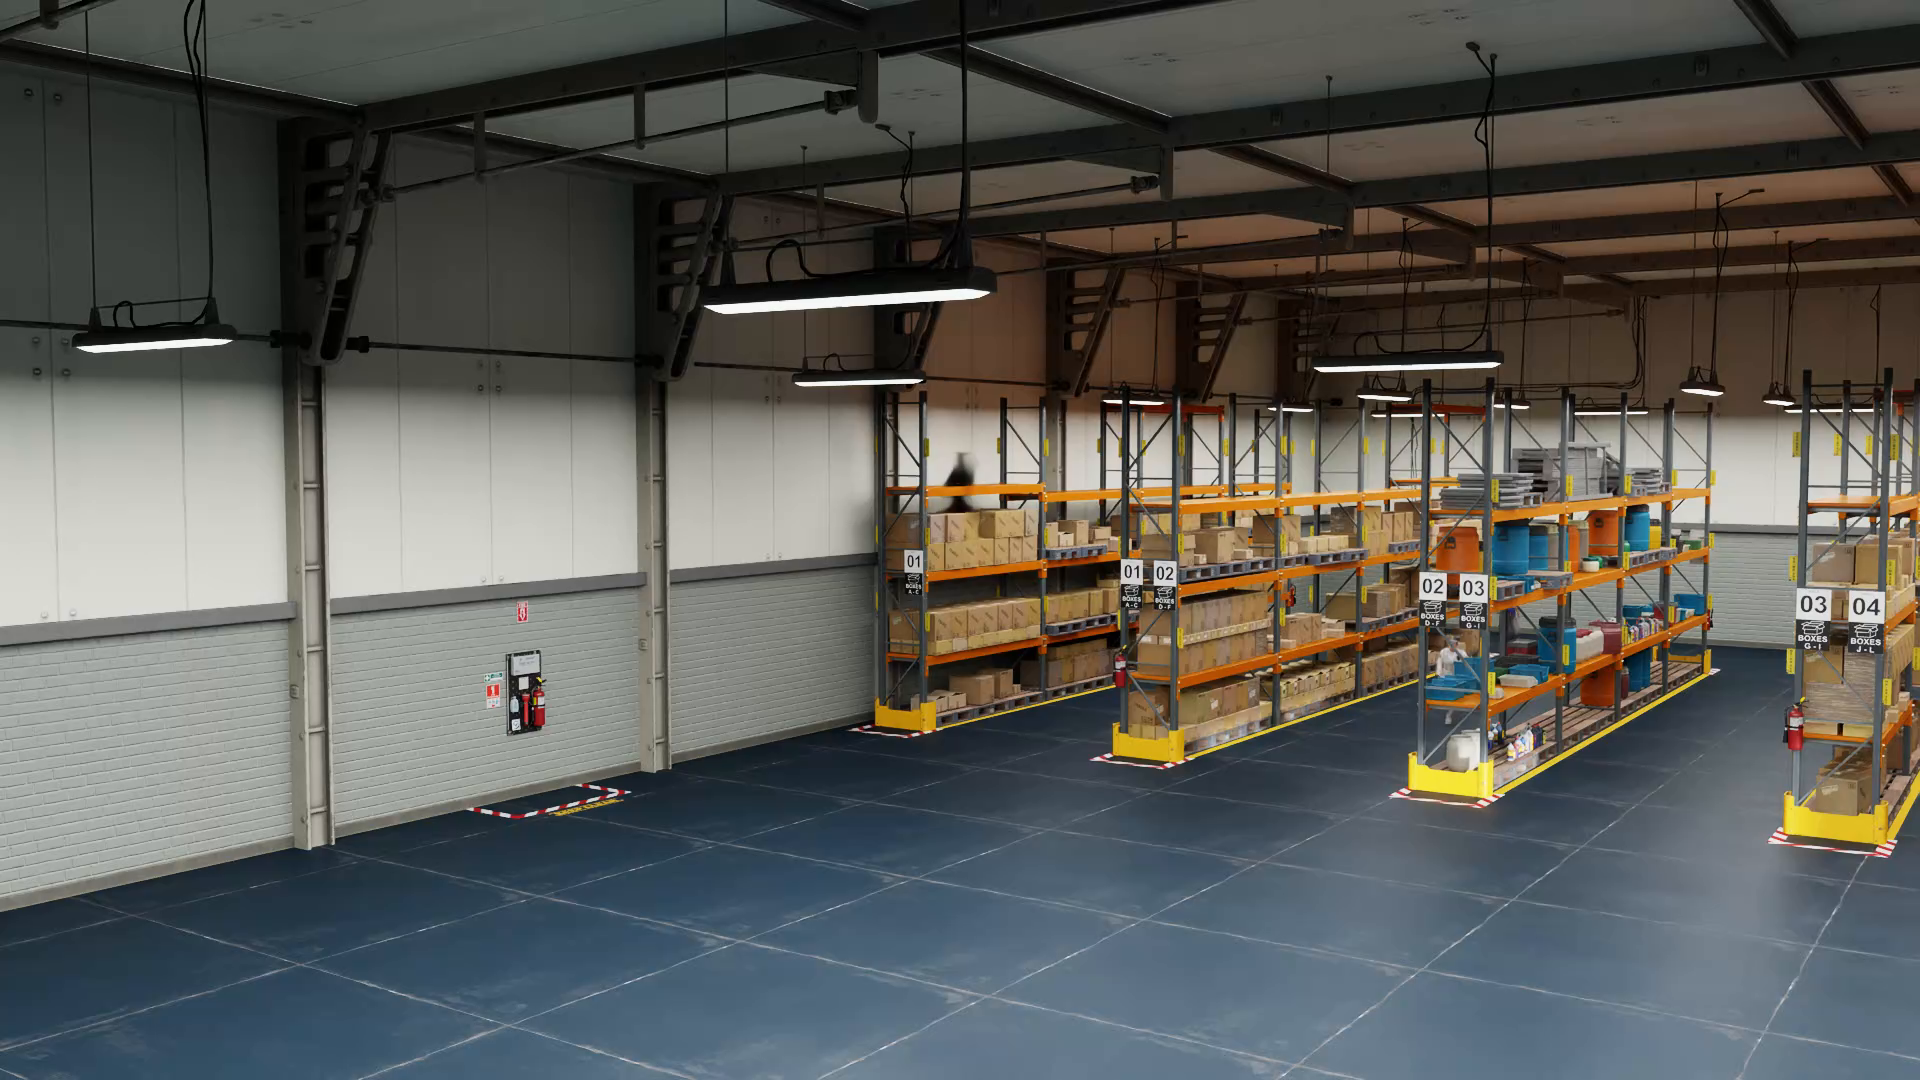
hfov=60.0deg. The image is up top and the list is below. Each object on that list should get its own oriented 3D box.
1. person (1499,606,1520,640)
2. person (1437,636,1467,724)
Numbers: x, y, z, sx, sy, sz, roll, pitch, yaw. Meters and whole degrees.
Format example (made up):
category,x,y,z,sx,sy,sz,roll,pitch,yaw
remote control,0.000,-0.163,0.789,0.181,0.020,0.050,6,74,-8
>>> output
category,x,y,z,sx,sy,sz,roll,pitch,yaw
person,13.333,1.965,40.365,0.564,1.655,0.752,0,3,-1
person,8.971,2.522,30.238,0.598,1.623,0.618,1,3,21
